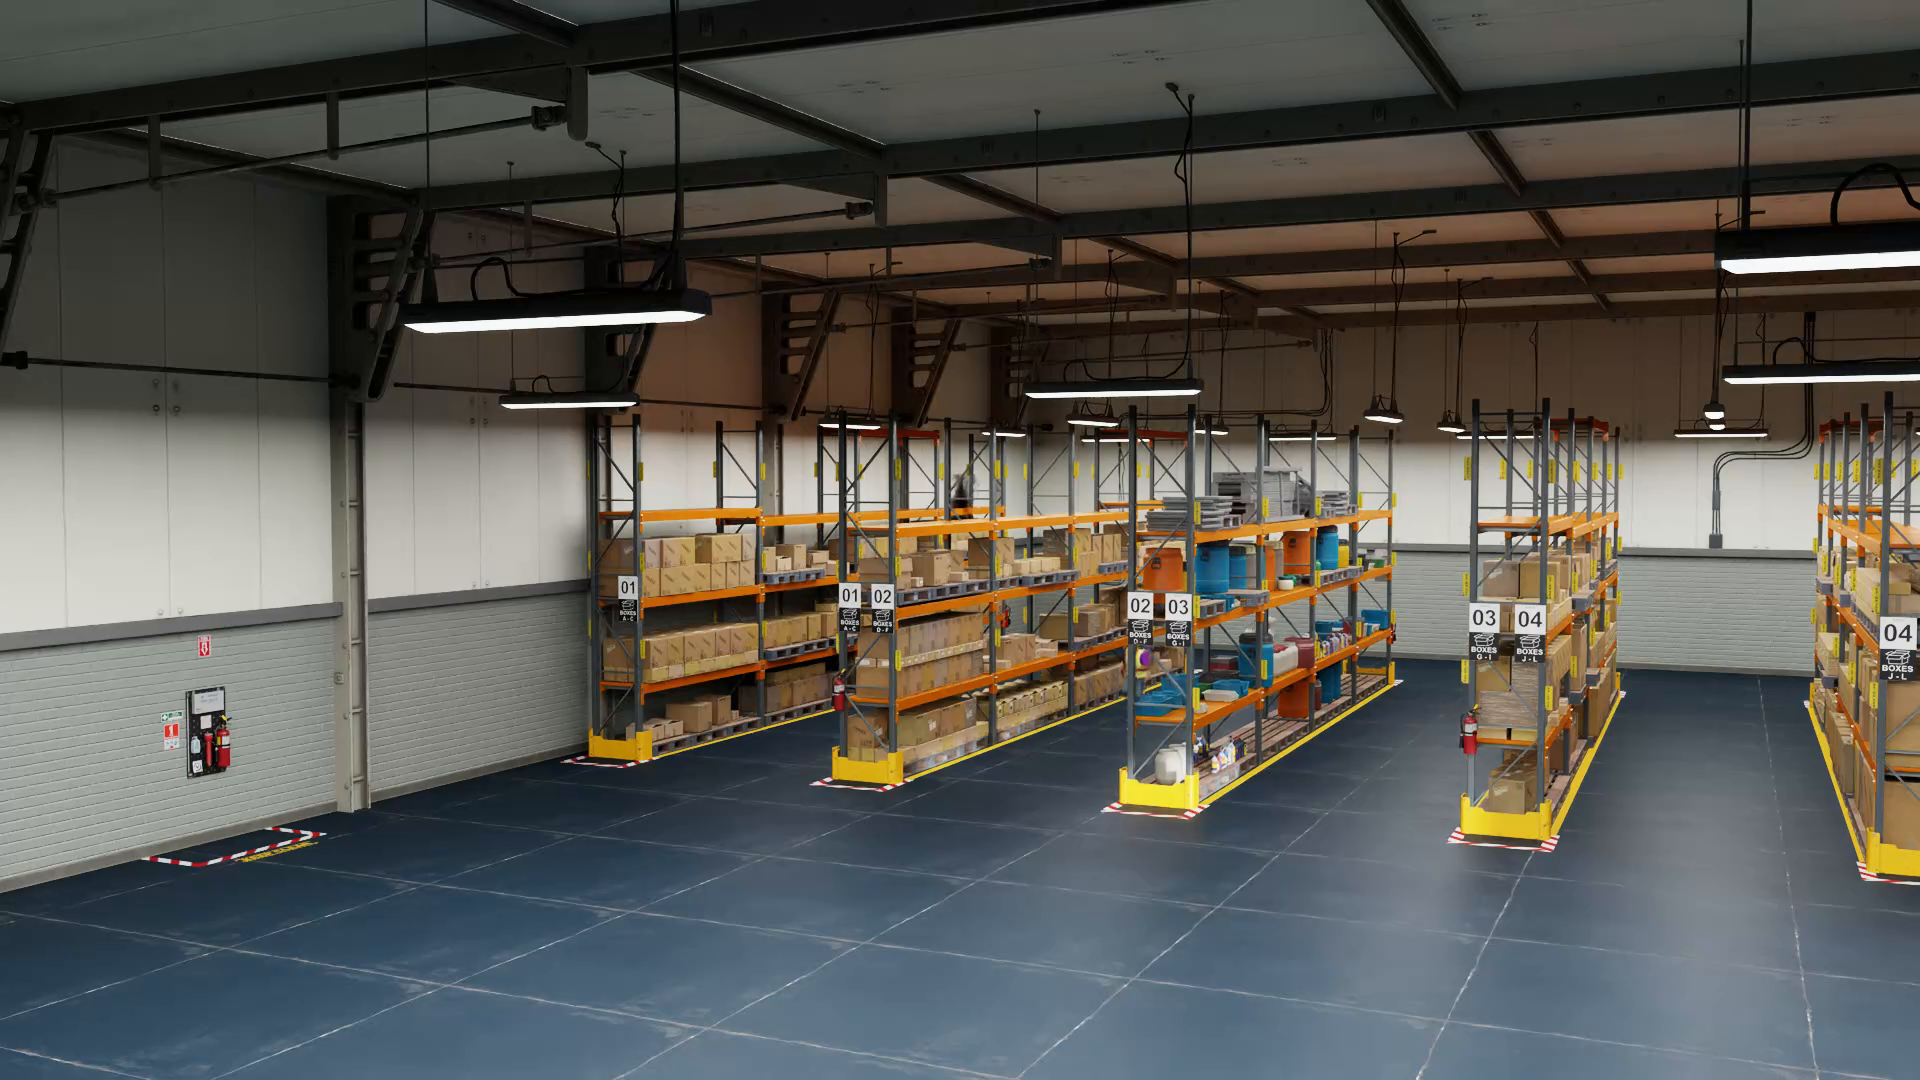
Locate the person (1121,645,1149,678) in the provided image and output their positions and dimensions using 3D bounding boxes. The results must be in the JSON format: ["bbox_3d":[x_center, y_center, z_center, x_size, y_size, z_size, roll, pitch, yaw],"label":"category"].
[{"bbox_3d":[3.517,2.389,33.796,0.714,0.848,0.789,1,3,23],"label":"person"}]
